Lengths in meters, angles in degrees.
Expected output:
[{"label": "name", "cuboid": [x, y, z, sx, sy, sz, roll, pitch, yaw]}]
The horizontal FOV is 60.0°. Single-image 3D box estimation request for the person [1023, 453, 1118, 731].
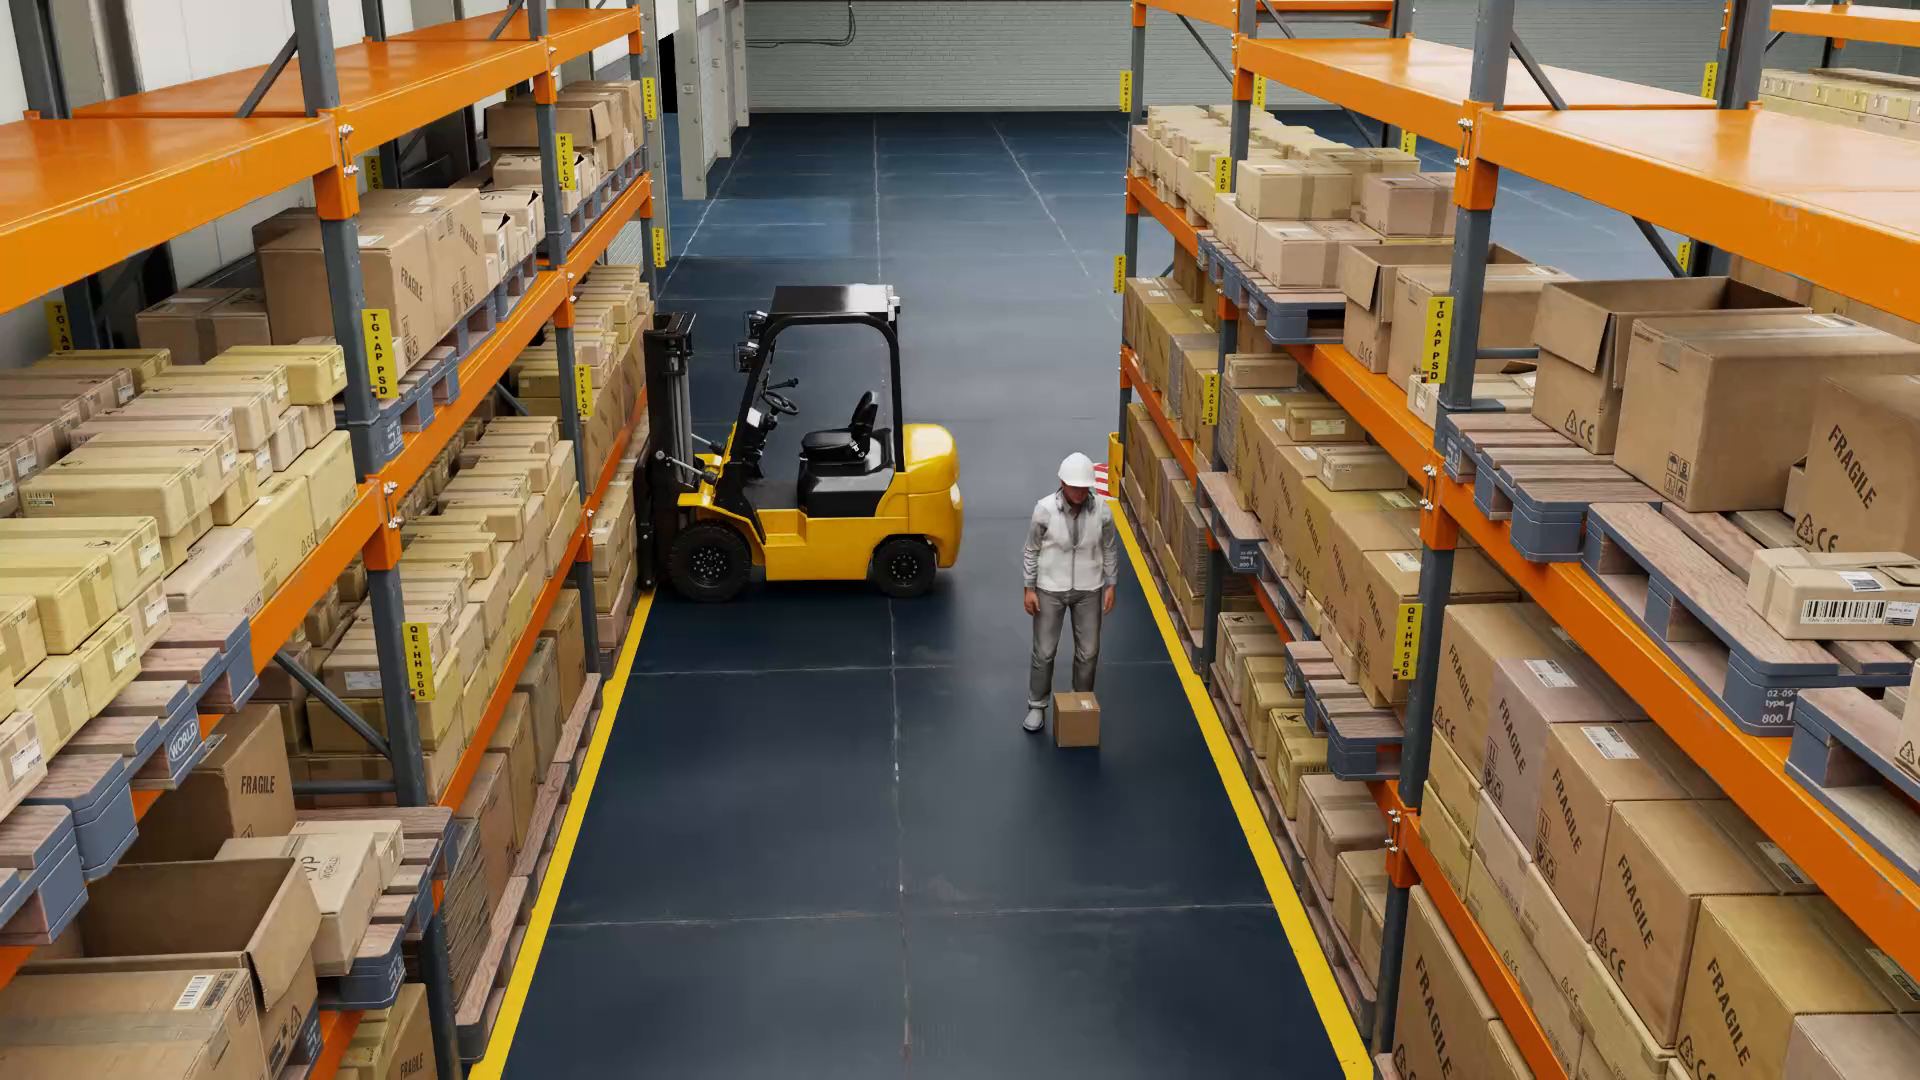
[{"label": "person", "cuboid": [0.675, 0.303, 10.215, 0.588, 1.771, 0.464, -2, 20, -5]}]
